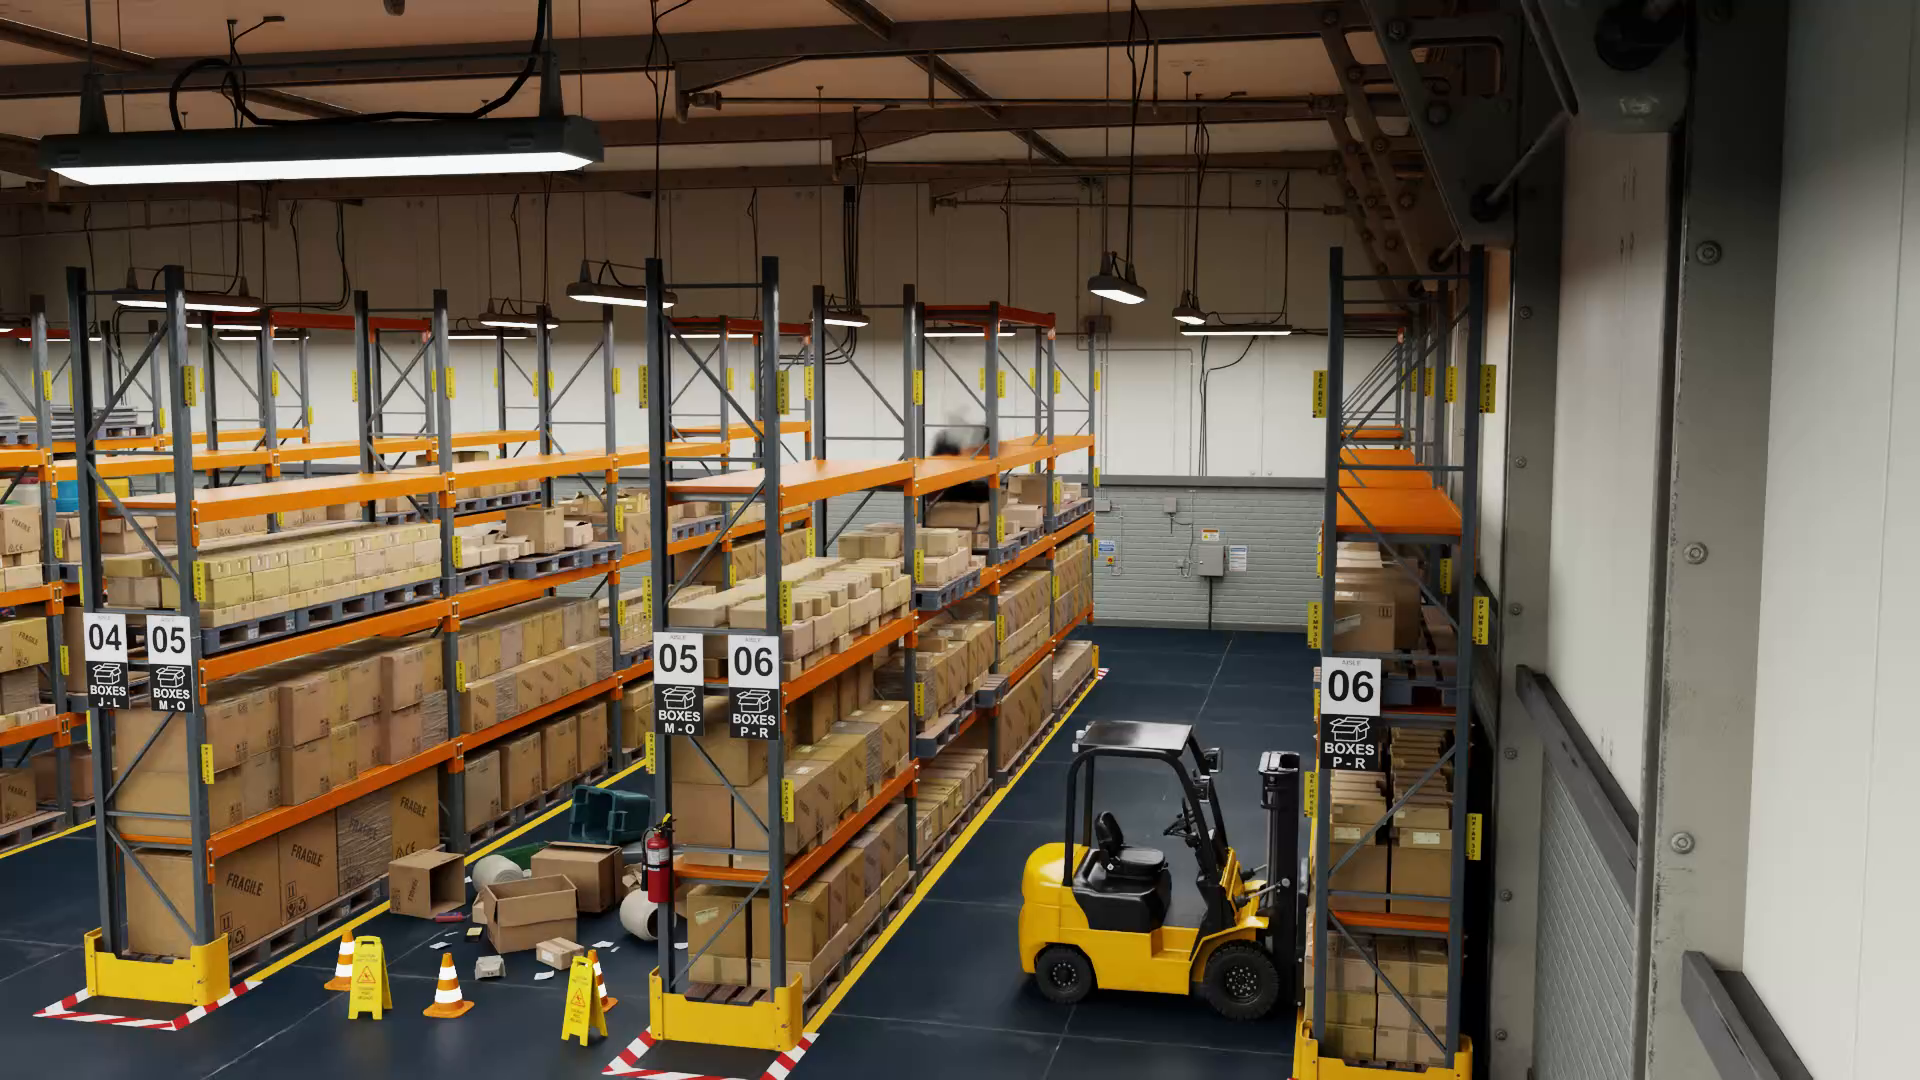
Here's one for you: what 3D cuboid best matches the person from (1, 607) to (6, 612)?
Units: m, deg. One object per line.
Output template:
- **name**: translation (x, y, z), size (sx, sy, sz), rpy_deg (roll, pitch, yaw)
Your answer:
- **person**: translation (-16.440, 1.494, 28.033), size (0.579, 1.657, 0.923), rpy_deg (0, 6, 0)
